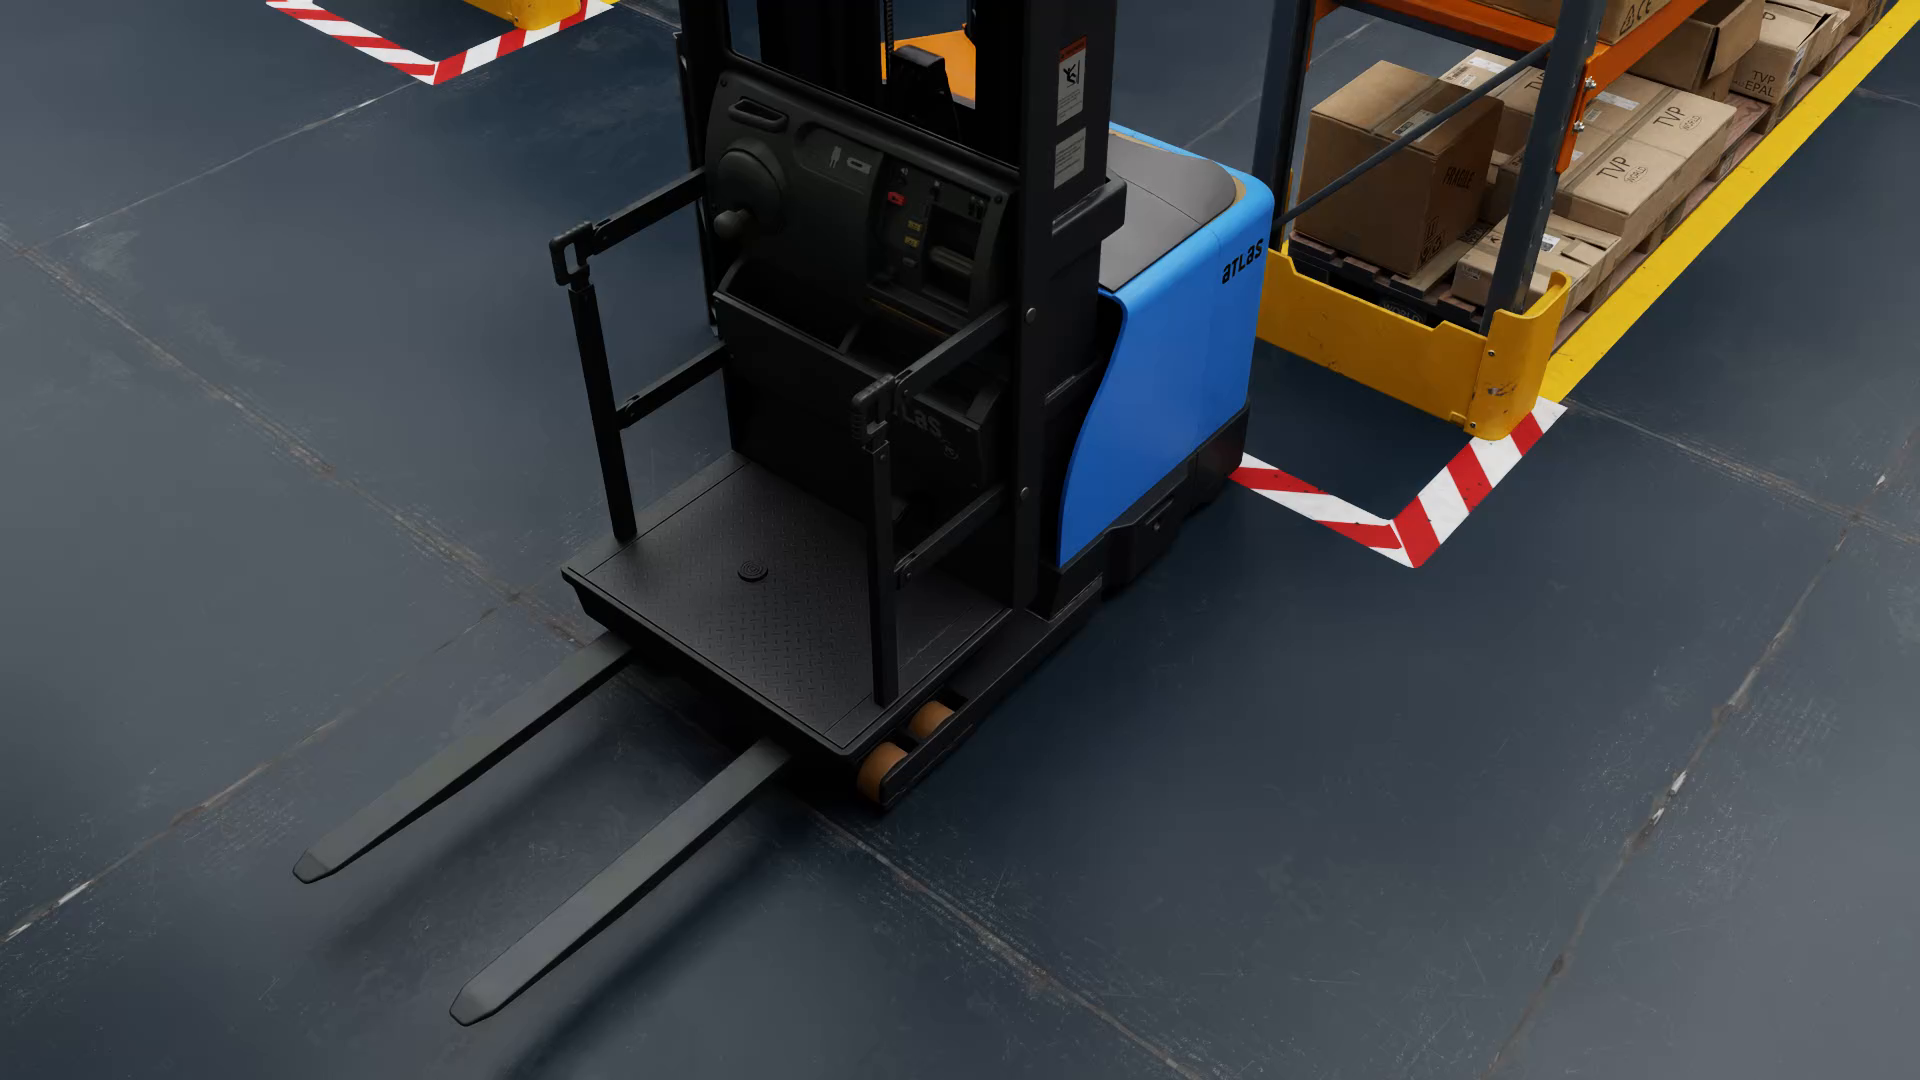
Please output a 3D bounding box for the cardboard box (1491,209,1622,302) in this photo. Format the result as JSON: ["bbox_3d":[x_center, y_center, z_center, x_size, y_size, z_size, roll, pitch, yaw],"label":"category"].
[{"bbox_3d":[2.115,-1.039,5.942,0.380,0.166,0.250,29,50,28],"label":"cardboard box"}]

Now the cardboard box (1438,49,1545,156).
[{"bbox_3d":[2.217,-1.737,6.647,0.500,0.250,0.500,29,50,28],"label":"cardboard box"}]

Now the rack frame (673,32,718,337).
[{"bbox_3d":[-0.830,-1.071,5.592,0.032,1.125,0.500,-14,44,-15],"label":"rack frame"}]

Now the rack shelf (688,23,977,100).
[{"bbox_3d":[-0.352,-1.405,5.524,1.000,0.278,0.538,-14,44,-15],"label":"rack shelf"}]

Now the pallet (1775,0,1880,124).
[{"bbox_3d":[3.553,-2.403,7.736,1.003,0.211,1.213,29,50,28],"label":"pallet"}]

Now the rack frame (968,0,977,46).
[{"bbox_3d":[0.125,-1.305,5.849,0.032,1.125,0.500,-14,44,-15],"label":"rack frame"}]

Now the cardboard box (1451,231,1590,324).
[{"bbox_3d":[1.954,-0.903,5.806,0.380,0.149,0.250,29,50,28],"label":"cardboard box"}]

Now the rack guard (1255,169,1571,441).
[{"bbox_3d":[1.471,-0.843,5.805,1.175,0.500,0.348,29,50,28],"label":"rack guard"}]

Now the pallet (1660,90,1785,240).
[{"bbox_3d":[2.768,-1.772,7.042,1.003,0.211,1.213,29,50,28],"label":"pallet"}]

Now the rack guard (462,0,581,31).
[{"bbox_3d":[-2.373,-2.932,8.103,1.175,0.500,0.348,29,50,28],"label":"rack guard"}]

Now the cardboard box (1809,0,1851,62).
[{"bbox_3d":[3.651,-2.261,7.299,0.380,0.149,0.250,29,50,28],"label":"cardboard box"}]

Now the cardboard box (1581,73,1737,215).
[{"bbox_3d":[2.632,-1.546,6.437,0.500,0.250,0.500,29,50,28],"label":"cardboard box"}]

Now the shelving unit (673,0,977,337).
[{"bbox_3d":[-0.352,-1.188,5.721,1.048,1.125,0.538,-14,44,-15],"label":"shelving unit"}]

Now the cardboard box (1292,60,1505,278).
[{"bbox_3d":[1.583,-1.353,6.039,0.500,0.500,0.500,29,50,28],"label":"cardboard box"}]

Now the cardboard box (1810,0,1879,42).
[{"bbox_3d":[3.846,-2.610,7.422,0.500,0.500,0.500,29,50,28],"label":"cardboard box"}]

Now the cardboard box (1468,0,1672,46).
[{"bbox_3d":[1.909,-1.880,5.013,0.500,0.500,0.500,31,50,29],"label":"cardboard box"}]

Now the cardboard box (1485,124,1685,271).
[{"bbox_3d":[2.311,-1.289,6.154,0.500,0.250,0.500,29,50,28],"label":"cardboard box"}]

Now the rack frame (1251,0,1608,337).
[{"bbox_3d":[1.422,-1.729,4.921,1.000,3.000,0.127,29,50,28],"label":"rack frame"}]

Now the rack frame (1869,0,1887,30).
[{"bbox_3d":[3.996,-3.788,7.187,1.000,3.000,0.127,29,50,28],"label":"rack frame"}]

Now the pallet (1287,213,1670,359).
[{"bbox_3d":[1.983,-1.147,6.355,1.003,0.211,1.213,29,50,28],"label":"pallet"}]

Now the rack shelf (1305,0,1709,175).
[{"bbox_3d":[2.709,-2.492,6.296,1.077,0.370,4.000,29,50,28],"label":"rack shelf"}]

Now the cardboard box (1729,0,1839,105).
[{"bbox_3d":[3.364,-2.154,7.061,0.500,0.311,0.500,29,50,28],"label":"cardboard box"}]

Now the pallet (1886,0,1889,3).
[{"bbox_3d":[4.491,-3.192,8.603,1.003,0.211,1.213,29,50,28],"label":"pallet"}]

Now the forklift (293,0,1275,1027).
[{"bbox_3d":[-0.401,-0.758,3.905,1.130,2.935,3.031,29,50,28],"label":"forklift"}]

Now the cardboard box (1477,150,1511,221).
[{"bbox_3d":[1.913,-1.399,6.338,0.380,0.166,0.250,29,50,28],"label":"cardboard box"}]

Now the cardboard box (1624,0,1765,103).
[{"bbox_3d":[2.791,-2.058,6.812,0.797,0.503,0.637,29,50,28],"label":"cardboard box"}]
